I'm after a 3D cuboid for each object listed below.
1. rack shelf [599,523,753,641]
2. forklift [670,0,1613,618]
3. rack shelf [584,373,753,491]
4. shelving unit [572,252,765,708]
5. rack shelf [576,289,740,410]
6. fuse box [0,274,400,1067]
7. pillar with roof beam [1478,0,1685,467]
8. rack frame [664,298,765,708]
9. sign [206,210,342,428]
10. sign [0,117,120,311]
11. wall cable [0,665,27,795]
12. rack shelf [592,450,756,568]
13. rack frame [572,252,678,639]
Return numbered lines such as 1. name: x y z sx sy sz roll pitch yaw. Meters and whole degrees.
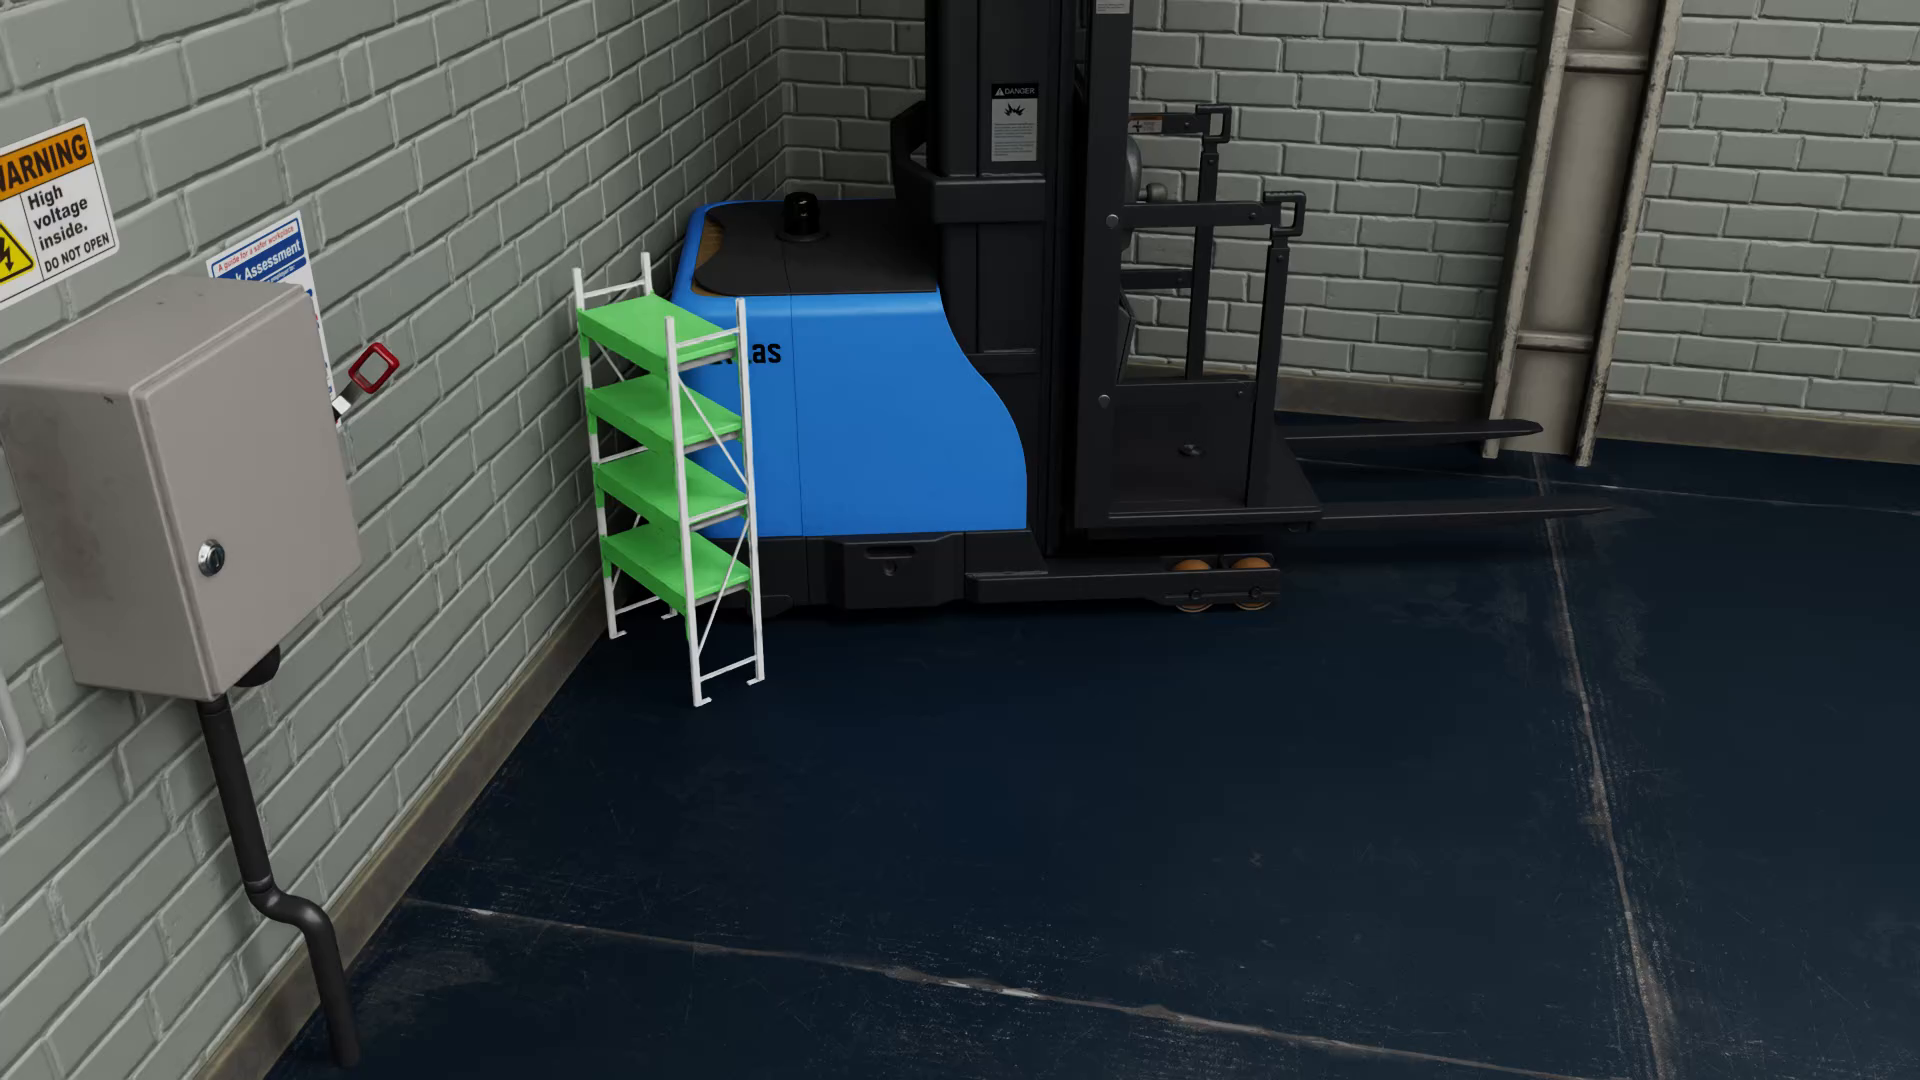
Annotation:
1. rack shelf: -0.837 0.100 4.946 0.258 0.148 0.480 -21 35 -35
2. forklift: 0.622 -1.306 5.084 3.031 2.935 1.130 -2 29 -4
3. rack shelf: -0.831 -0.323 4.720 0.258 0.148 0.480 -21 35 -35
4. shelving unit: -0.833 -0.168 4.803 0.258 1.200 0.503 -21 35 -35
5. rack shelf: -0.828 -0.535 4.607 0.258 0.148 0.480 -21 35 -35
6. fuse box: -1.314 0.380 3.273 0.414 1.711 0.539 6 29 11
7. pillar with roof beam: 1.310 -2.293 0.568 0.400 9.000 9.100 6 29 11
8. rack frame: -0.675 -0.079 4.640 0.240 1.200 0.015 -21 35 -35
9. sign: -1.413 -0.396 3.448 0.001 0.494 0.329 6 29 11
10. sign: -1.528 -0.542 2.756 0.001 0.242 0.339 6 29 11
11. wall cable: -1.610 -0.326 2.163 0.122 1.984 0.588 6 29 11
12. rack shelf: -0.834 -0.112 4.833 0.258 0.148 0.480 -21 35 -35
13. rack frame: -0.990 -0.258 4.966 0.240 1.200 0.015 -21 35 -35
